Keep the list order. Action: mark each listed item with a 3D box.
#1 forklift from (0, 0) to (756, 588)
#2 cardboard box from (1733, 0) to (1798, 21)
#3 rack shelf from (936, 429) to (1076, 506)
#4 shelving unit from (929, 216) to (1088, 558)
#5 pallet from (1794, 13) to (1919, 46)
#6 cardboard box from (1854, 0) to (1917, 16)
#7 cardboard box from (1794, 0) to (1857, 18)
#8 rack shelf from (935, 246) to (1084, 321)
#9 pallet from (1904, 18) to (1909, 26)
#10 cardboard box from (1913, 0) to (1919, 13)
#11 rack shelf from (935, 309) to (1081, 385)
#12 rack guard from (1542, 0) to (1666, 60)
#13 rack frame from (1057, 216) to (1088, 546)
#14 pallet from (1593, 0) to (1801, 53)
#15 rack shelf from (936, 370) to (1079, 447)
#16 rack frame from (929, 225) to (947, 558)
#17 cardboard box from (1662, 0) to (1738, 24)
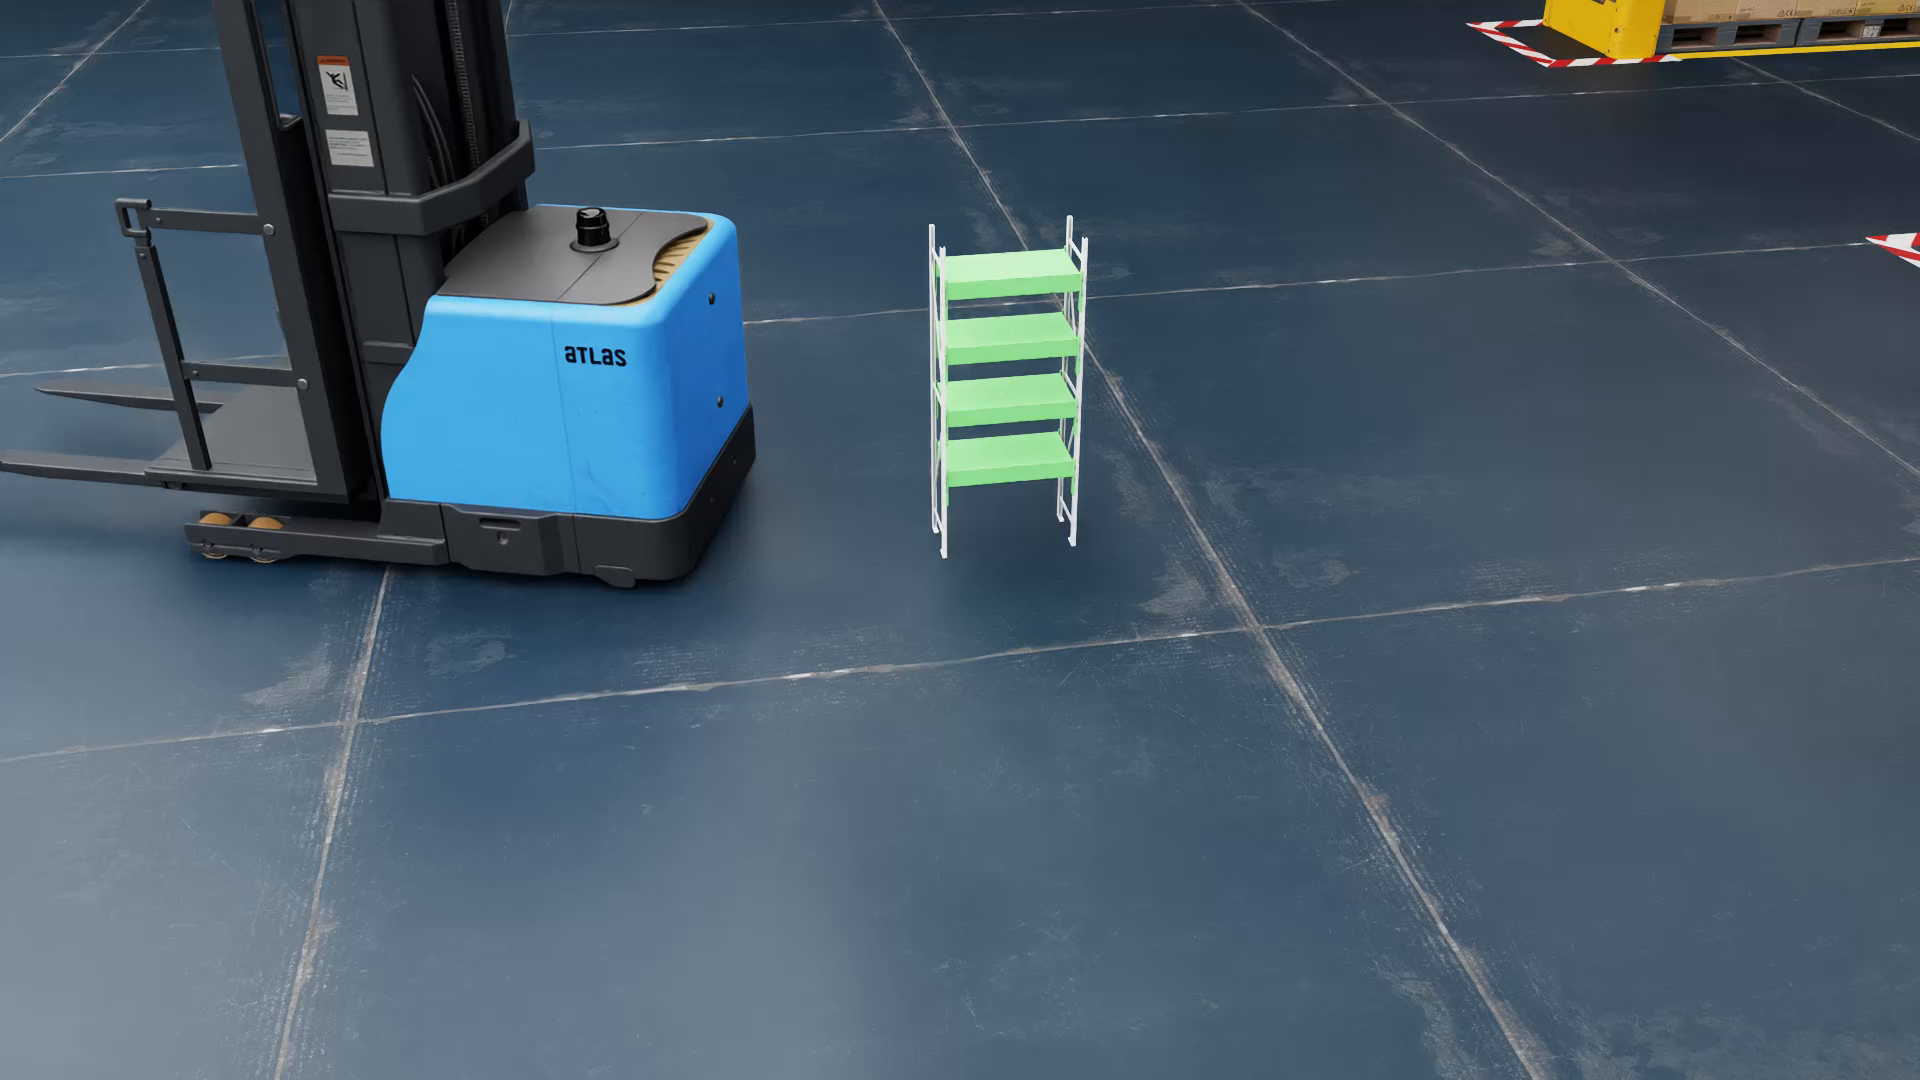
[{"bbox_3d":[-2.381,-1.436,5.801,3.031,2.935,1.130,5,31,8],"label":"forklift"},{"bbox_3d":[5.980,-4.129,12.611,0.500,0.250,0.500,-5,31,-9],"label":"cardboard box"},{"bbox_3d":[0.163,-0.270,6.126,0.480,0.148,0.258,-5,31,-9],"label":"rack shelf"},{"bbox_3d":[0.163,-0.532,5.972,0.503,1.200,0.258,-5,31,-9],"label":"shelving unit"},{"bbox_3d":[6.864,-4.146,13.092,1.213,0.211,1.003,-5,31,-9],"label":"pallet"},{"bbox_3d":[6.965,-4.217,12.762,0.500,0.250,0.500,-5,31,-9],"label":"cardboard box"},{"bbox_3d":[6.472,-4.174,12.688,0.500,0.250,0.500,-5,31,-9],"label":"cardboard box"},{"bbox_3d":[0.163,-0.891,5.761,0.480,0.148,0.258,-5,31,-9],"label":"rack shelf"},{"bbox_3d":[8.066,-4.259,13.285,1.213,0.211,1.003,-5,31,-9],"label":"pallet"},{"bbox_3d":[7.456,-4.263,12.840,0.500,0.250,0.500,-5,31,-9],"label":"cardboard box"},{"bbox_3d":[0.163,-0.684,5.882,0.480,0.148,0.258,-5,31,-9],"label":"rack shelf"},{"bbox_3d":[4.898,-4.068,12.675,0.348,0.500,1.175,-5,31,-9],"label":"rack guard"},{"bbox_3d":[0.403,-0.555,6.009,0.015,1.200,0.240,-5,31,-9],"label":"rack frame"},{"bbox_3d":[5.666,-4.036,12.906,1.213,0.211,1.003,-5,31,-9],"label":"pallet"},{"bbox_3d":[0.163,-0.477,6.004,0.480,0.148,0.258,-5,31,-9],"label":"rack shelf"},{"bbox_3d":[-0.077,-0.510,5.934,0.015,1.200,0.240,-5,31,-9],"label":"rack frame"},{"bbox_3d":[5.489,-4.081,12.530,0.500,0.250,0.500,-5,31,-9],"label":"cardboard box"}]
